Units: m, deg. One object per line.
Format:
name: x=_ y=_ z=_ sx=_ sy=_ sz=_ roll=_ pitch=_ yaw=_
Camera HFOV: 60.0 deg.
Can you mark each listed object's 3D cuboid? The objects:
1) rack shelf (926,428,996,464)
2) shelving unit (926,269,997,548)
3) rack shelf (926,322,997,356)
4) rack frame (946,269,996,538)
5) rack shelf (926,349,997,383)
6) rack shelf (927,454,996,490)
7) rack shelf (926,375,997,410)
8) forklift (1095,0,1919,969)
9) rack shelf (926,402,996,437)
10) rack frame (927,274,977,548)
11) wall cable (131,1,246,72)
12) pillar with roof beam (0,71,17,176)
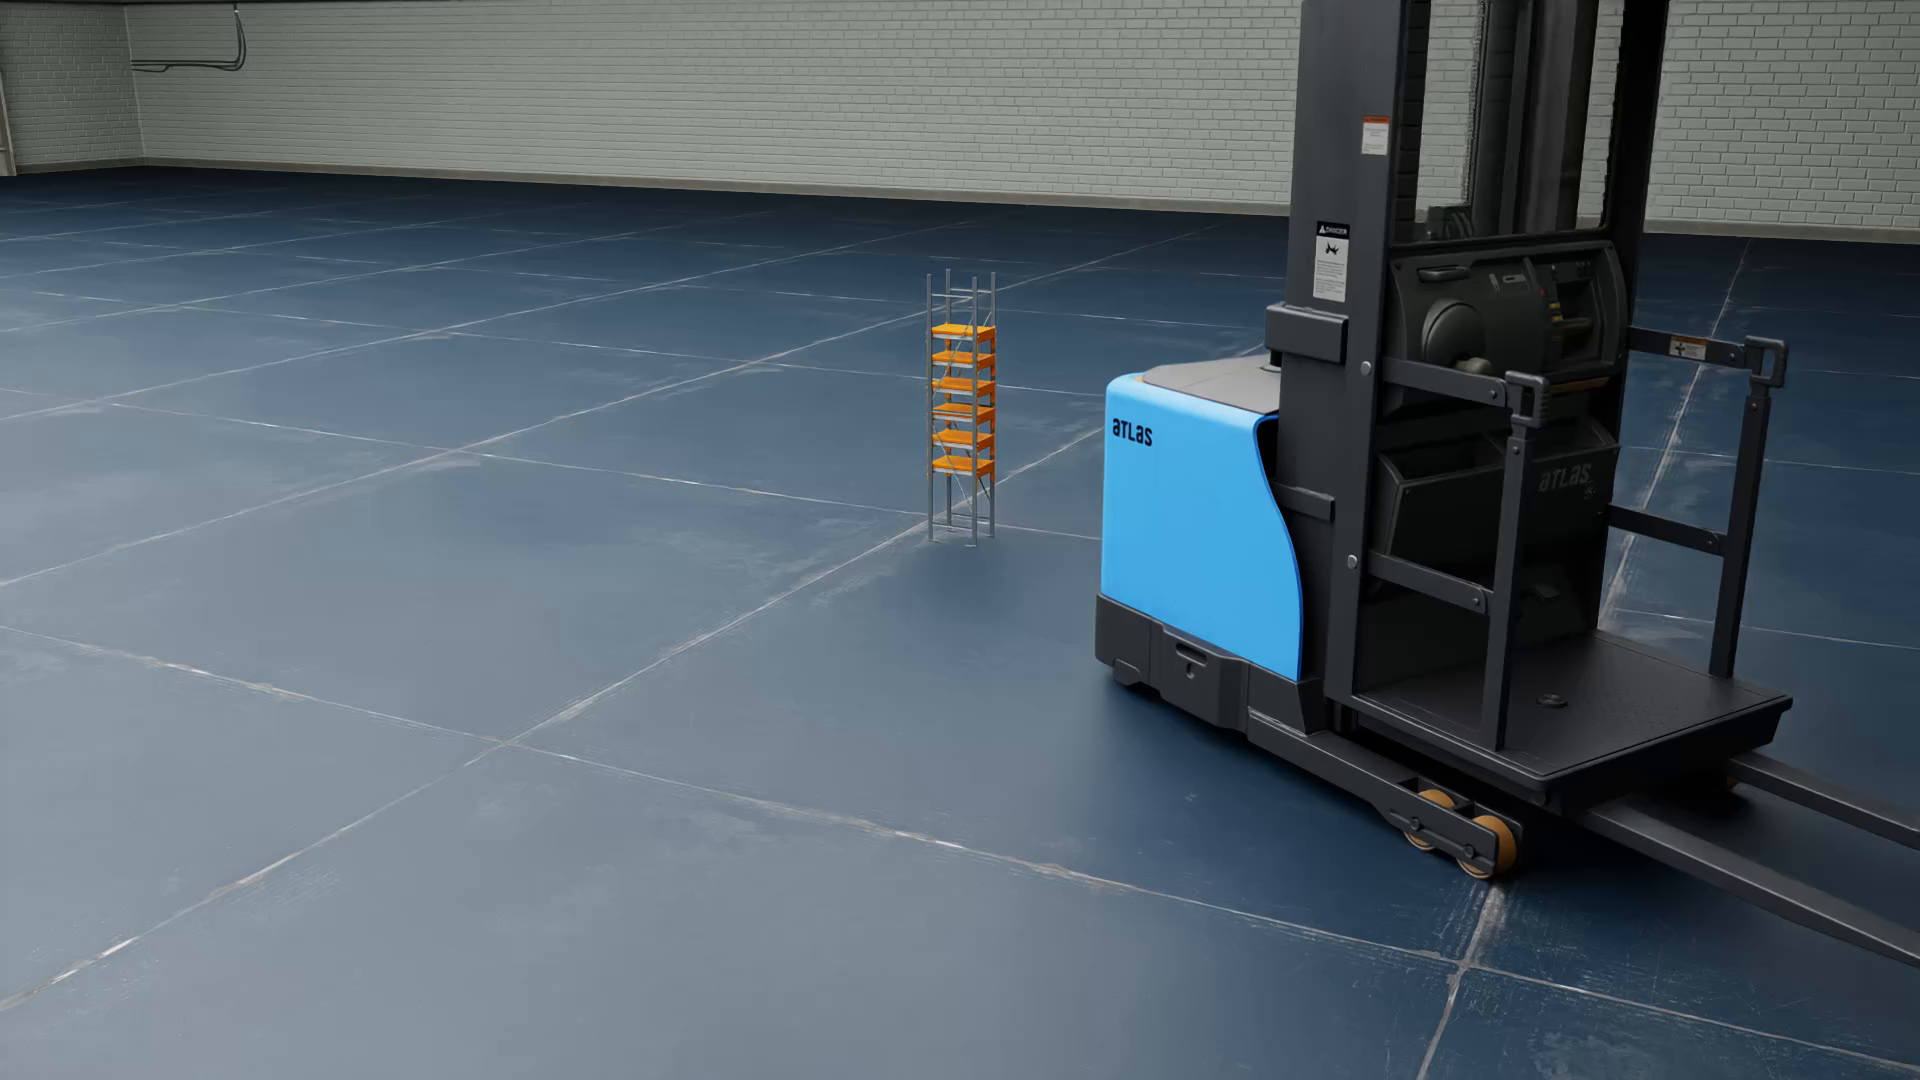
rack shelf: x=0.006 y=-0.421 z=7.413 sx=0.258 sy=0.103 sz=0.180 roll=8 pitch=18 yaw=25
shelving unit: x=0.006 y=-0.579 z=7.366 sx=0.258 sy=1.200 sz=0.189 roll=8 pitch=18 yaw=25
rack shelf: x=0.006 y=-0.881 z=7.276 sx=0.258 sy=0.103 sz=0.180 roll=8 pitch=18 yaw=25
rack frame: x=0.047 y=-0.602 z=7.444 sx=0.240 sy=1.200 sz=0.006 roll=8 pitch=18 yaw=25
rack shelf: x=0.006 y=-0.766 z=7.310 sx=0.258 sy=0.103 sz=0.180 roll=8 pitch=18 yaw=25
rack shelf: x=0.006 y=-0.306 z=7.447 sx=0.258 sy=0.103 sz=0.180 roll=8 pitch=18 yaw=25
rack shelf: x=0.006 y=-0.651 z=7.344 sx=0.258 sy=0.103 sz=0.180 roll=8 pitch=18 yaw=25
forklift: x=1.685 y=-0.648 z=4.559 sx=1.130 sy=2.935 sz=3.031 roll=-10 pitch=19 yaw=-31
rack shelf: x=0.006 y=-0.536 z=7.379 sx=0.258 sy=0.103 sz=0.180 roll=8 pitch=18 yaw=25
rack frame: x=-0.034 y=-0.556 z=7.287 sx=0.240 sy=1.200 sz=0.006 roll=8 pitch=18 yaw=25
wall cable: x=-14.007 y=-9.671 z=29.733 sx=3.097 sy=2.526 sz=0.112 roll=8 pitch=18 yaw=25
pillar with roof beam: x=-12.655 y=-10.029 z=25.487 sx=9.100 sy=9.000 sz=0.400 roll=8 pitch=18 yaw=25
